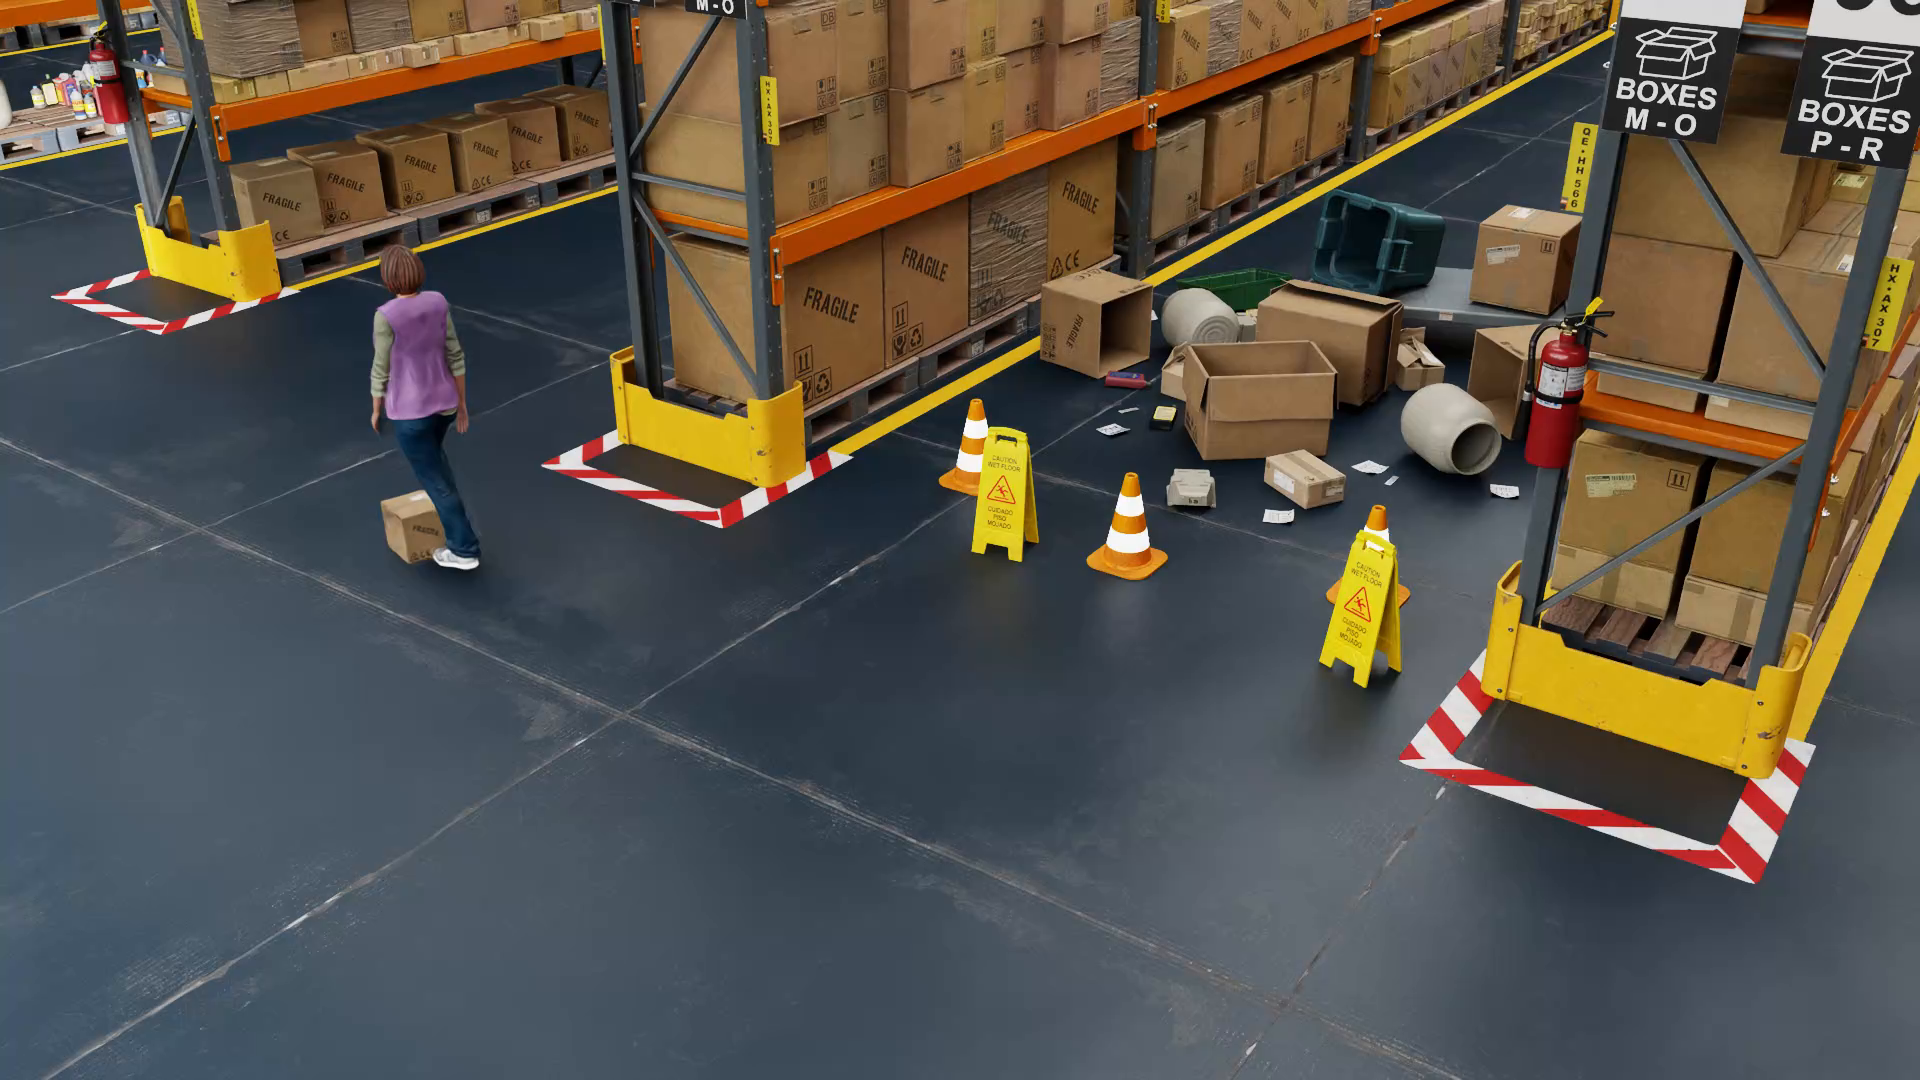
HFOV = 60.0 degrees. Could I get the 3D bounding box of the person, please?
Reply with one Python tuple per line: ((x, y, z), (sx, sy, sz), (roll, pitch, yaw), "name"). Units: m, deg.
((-2.506, -0.588, 7.763), (0.485, 1.633, 0.406), (19, 33, 32), "person")
